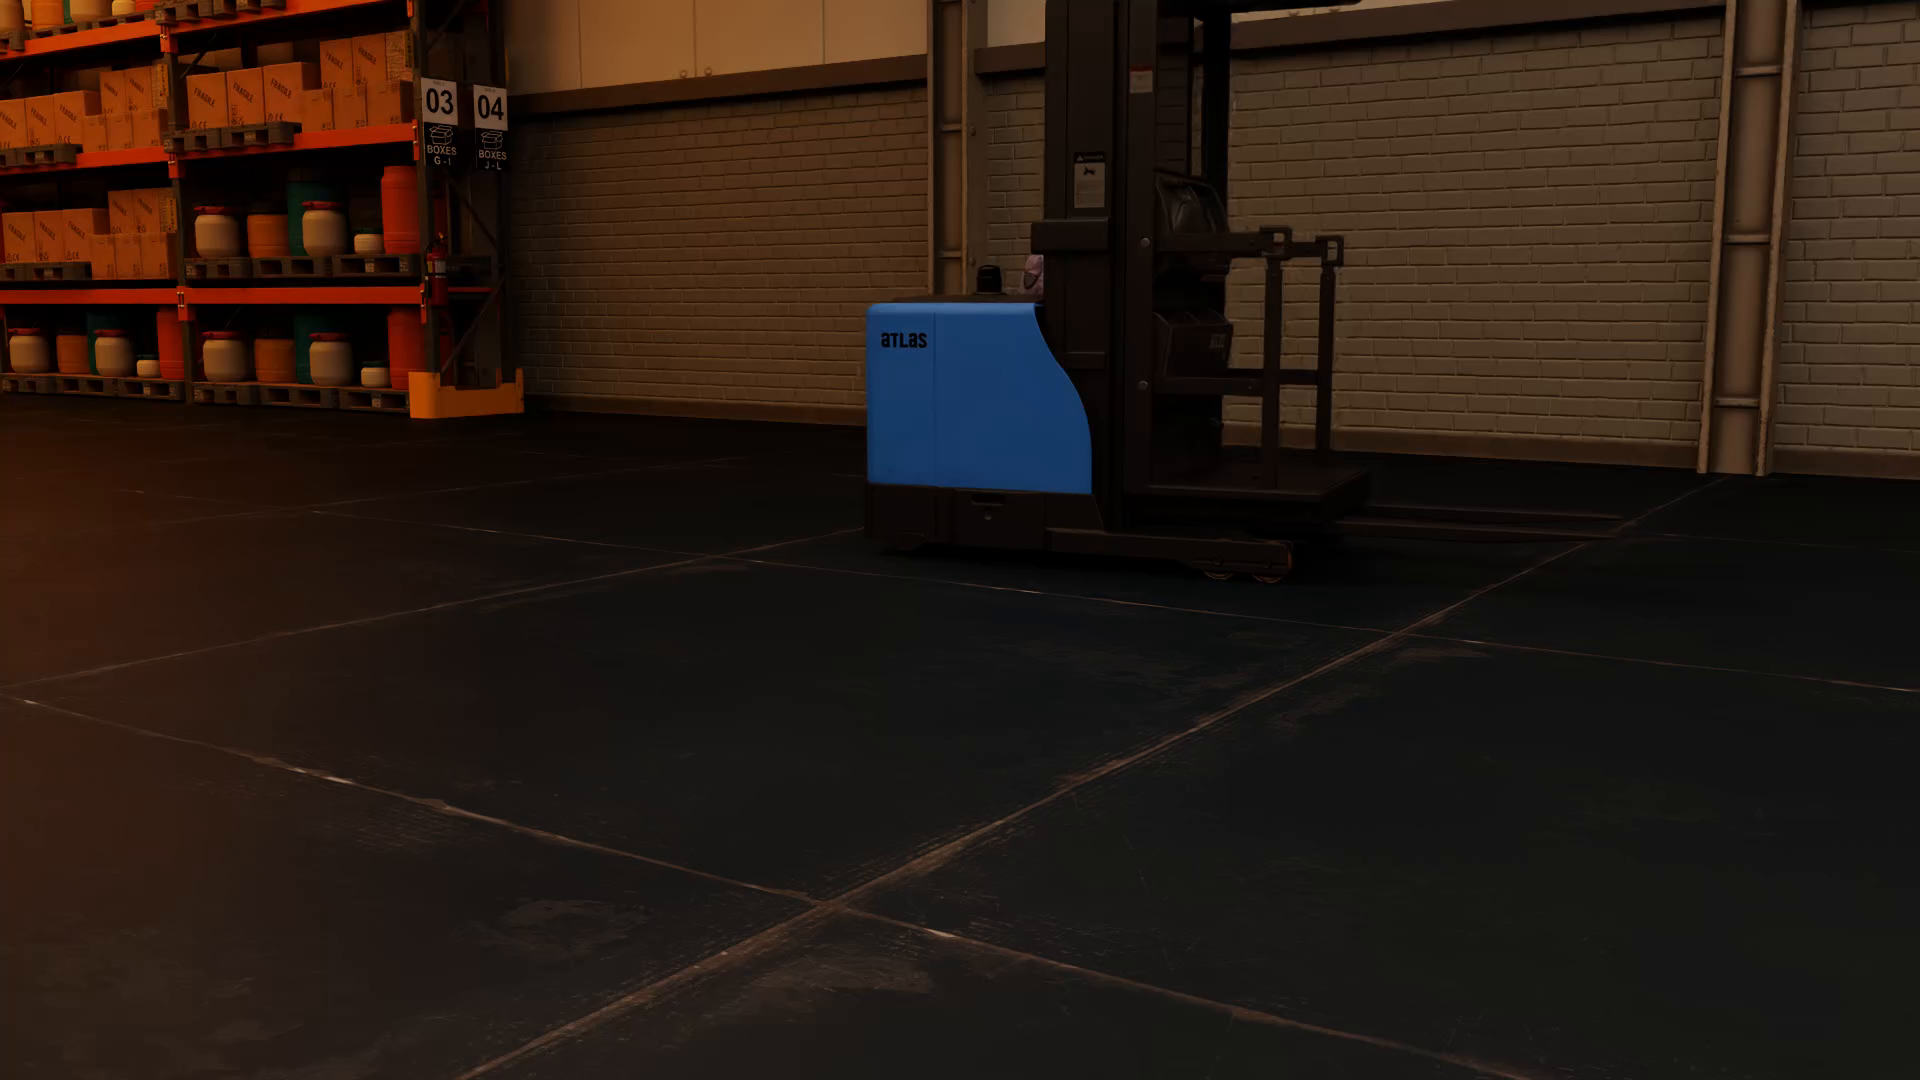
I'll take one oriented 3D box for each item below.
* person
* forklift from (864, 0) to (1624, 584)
[{"bbox_3d":[0.609,-0.902,8.196,0.766,1.627,0.374,1,8,8],"label":"person"},{"bbox_3d":[1.148,-1.368,6.810,3.031,2.935,1.130,4,9,24],"label":"forklift"}]
